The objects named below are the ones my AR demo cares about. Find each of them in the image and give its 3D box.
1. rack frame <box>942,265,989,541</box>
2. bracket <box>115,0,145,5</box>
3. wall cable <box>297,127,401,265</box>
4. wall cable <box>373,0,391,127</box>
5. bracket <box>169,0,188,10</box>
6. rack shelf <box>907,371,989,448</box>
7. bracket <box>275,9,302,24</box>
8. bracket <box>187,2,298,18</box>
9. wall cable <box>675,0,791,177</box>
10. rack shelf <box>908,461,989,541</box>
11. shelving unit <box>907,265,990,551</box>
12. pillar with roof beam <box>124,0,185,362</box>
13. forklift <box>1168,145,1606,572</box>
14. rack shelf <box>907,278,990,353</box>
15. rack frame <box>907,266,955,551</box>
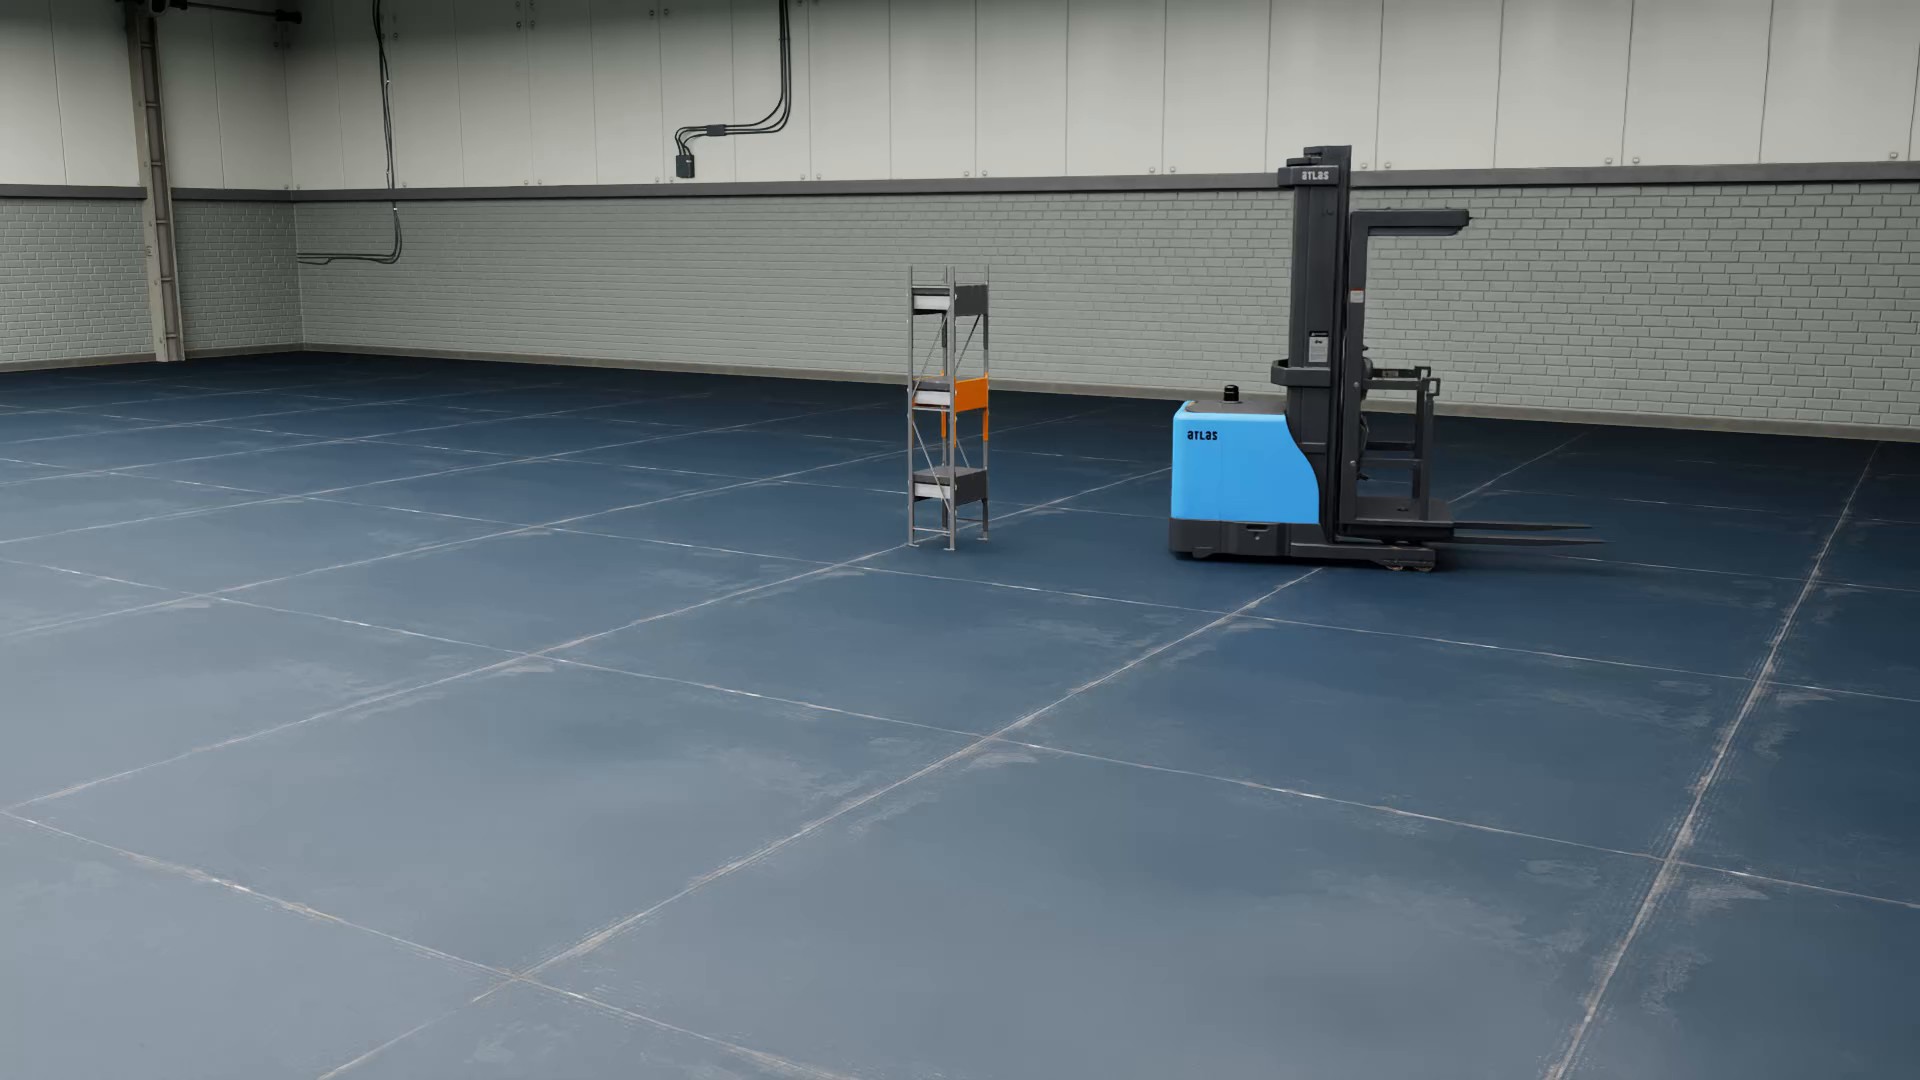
[{"bbox_3d":[0.041,-1.044,12.741,0.400,2.100,0.015,6,12,31],"label":"rack frame"},{"bbox_3d":[-14.328,-9.368,28.672,0.235,0.232,0.430,6,12,31],"label":"bracket"},{"bbox_3d":[-11.757,-6.509,31.619,3.097,2.526,0.112,6,12,31],"label":"wall cable"},{"bbox_3d":[-9.445,-8.733,29.774,3.097,2.526,0.112,6,12,31],"label":"wall cable"},{"bbox_3d":[-13.898,-9.499,29.370,0.235,0.232,0.430,6,12,31],"label":"bracket"},{"bbox_3d":[-0.086,-0.993,12.539,0.431,0.518,0.480,6,12,31],"label":"rack shelf"},{"bbox_3d":[-12.667,-9.871,31.361,0.235,0.232,0.430,6,12,31],"label":"bracket"},{"bbox_3d":[-12.974,-9.778,30.864,0.076,0.066,3.189,6,12,31],"label":"bracket"},{"bbox_3d":[-3.651,-8.797,26.163,2.305,6.003,0.169,6,12,31],"label":"wall cable"},{"bbox_3d":[-0.086,-0.305,12.668,0.431,0.518,0.480,6,12,31],"label":"rack shelf"},{"bbox_3d":[-0.086,-1.006,12.536,0.431,2.100,0.503,6,12,31],"label":"shelving unit"},{"bbox_3d":[-10.737,-7.287,27.337,9.100,9.000,0.548,6,12,31],"label":"pillar with roof beam"},{"bbox_3d":[3.093,-1.325,11.983,3.031,2.935,1.130,2,11,12],"label":"forklift"},{"bbox_3d":[-0.086,-1.681,12.410,0.431,0.518,0.480,6,12,31],"label":"rack shelf"},{"bbox_3d":[-0.213,-0.968,12.331,0.400,2.100,0.015,6,12,31],"label":"rack frame"}]
